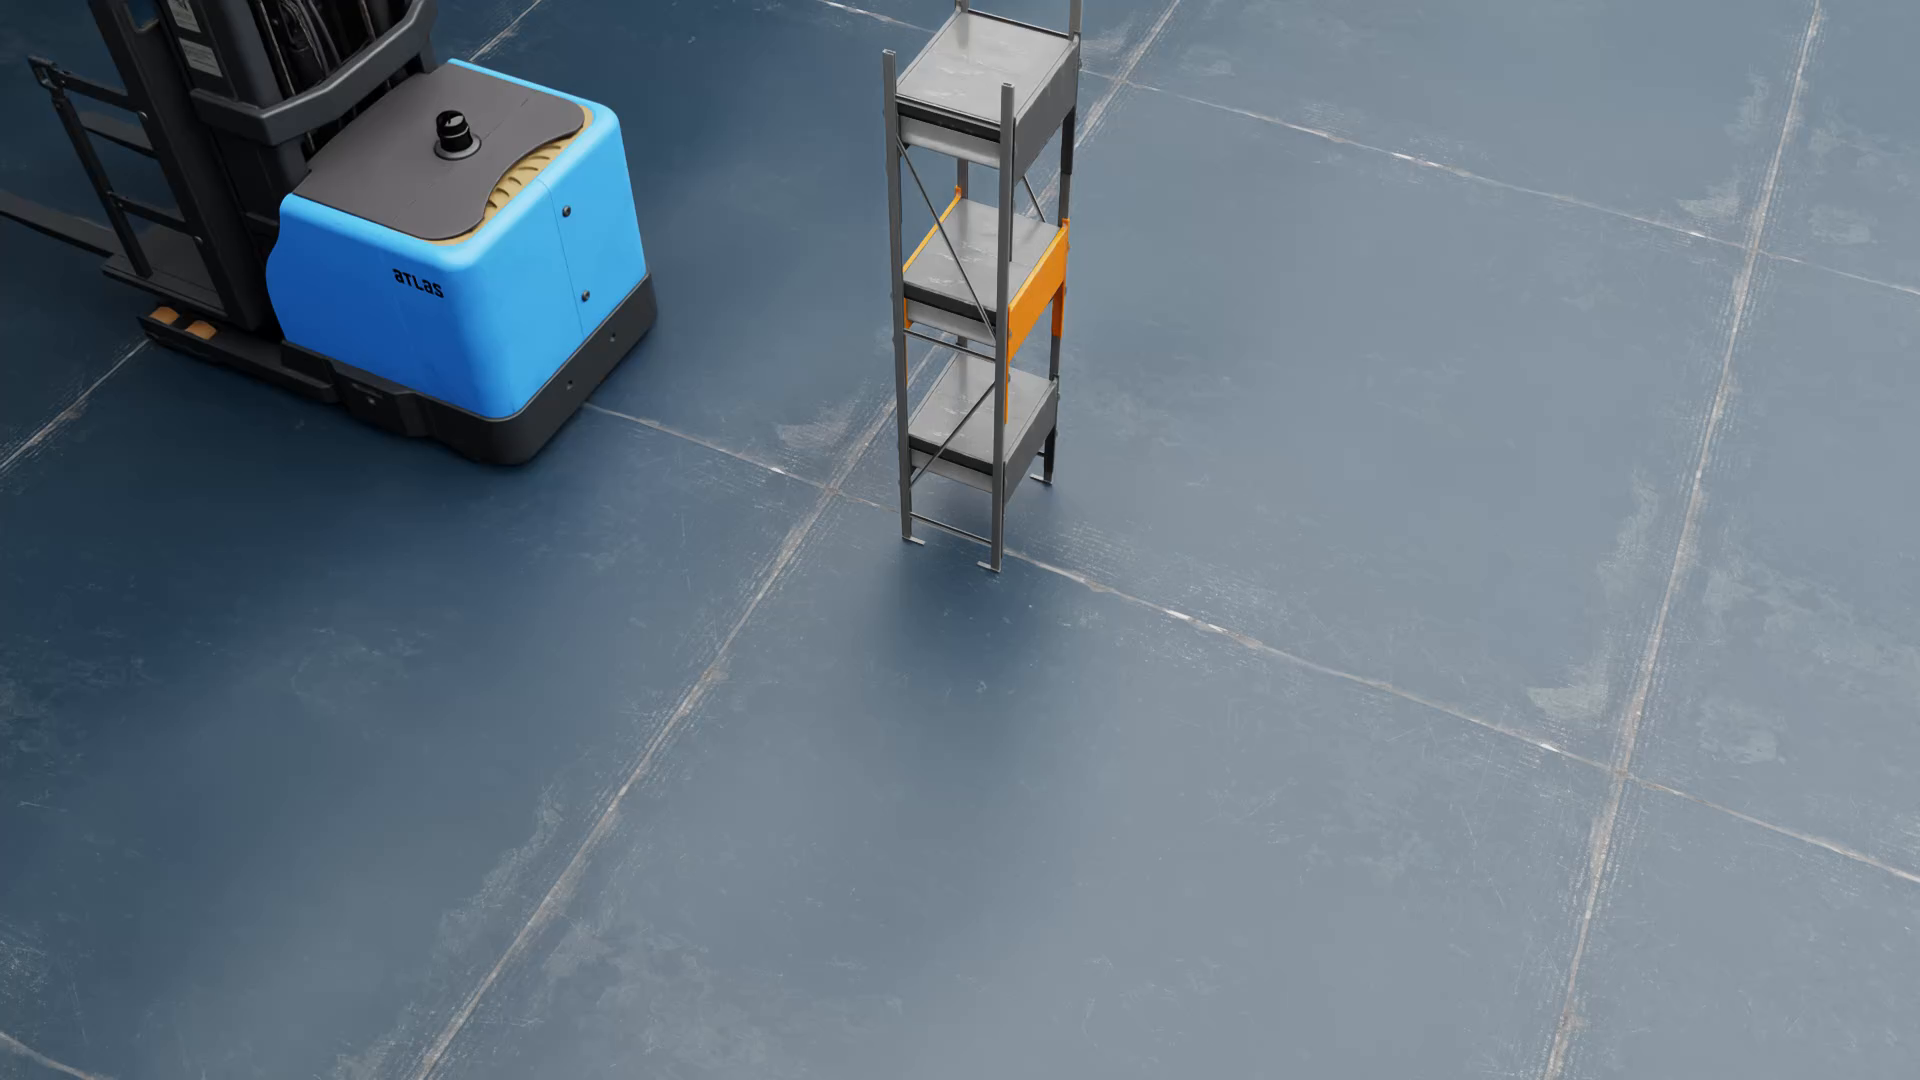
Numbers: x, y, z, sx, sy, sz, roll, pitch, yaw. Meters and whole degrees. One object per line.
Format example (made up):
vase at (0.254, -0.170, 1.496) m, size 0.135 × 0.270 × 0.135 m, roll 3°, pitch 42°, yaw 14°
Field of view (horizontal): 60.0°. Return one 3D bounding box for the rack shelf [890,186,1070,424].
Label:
rack shelf at (0.071, -0.786, 5.558) m, size 0.431 × 0.518 × 0.480 m, roll 20°, pitch 52°, yaw 16°

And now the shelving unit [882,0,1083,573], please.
shelving unit at (0.071, -0.794, 5.547) m, size 0.431 × 2.100 × 0.503 m, roll 20°, pitch 52°, yaw 16°

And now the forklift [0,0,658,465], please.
forklift at (-2.818, -2.031, 6.054) m, size 3.031 × 2.935 × 1.130 m, roll 20°, pitch 53°, yaw 17°

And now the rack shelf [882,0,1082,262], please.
rack shelf at (0.071, -1.239, 5.025) m, size 0.431 × 0.518 × 0.480 m, roll 20°, pitch 52°, yaw 16°

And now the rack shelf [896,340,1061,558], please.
rack shelf at (0.071, -0.332, 6.091) m, size 0.431 × 0.518 × 0.480 m, roll 20°, pitch 52°, yaw 16°

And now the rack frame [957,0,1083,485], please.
rack frame at (0.175, -0.962, 5.690) m, size 0.400 × 2.100 × 0.015 m, roll 20°, pitch 52°, yaw 16°

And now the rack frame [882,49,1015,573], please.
rack frame at (-0.034, -0.626, 5.404) m, size 0.400 × 2.100 × 0.015 m, roll 20°, pitch 52°, yaw 16°
